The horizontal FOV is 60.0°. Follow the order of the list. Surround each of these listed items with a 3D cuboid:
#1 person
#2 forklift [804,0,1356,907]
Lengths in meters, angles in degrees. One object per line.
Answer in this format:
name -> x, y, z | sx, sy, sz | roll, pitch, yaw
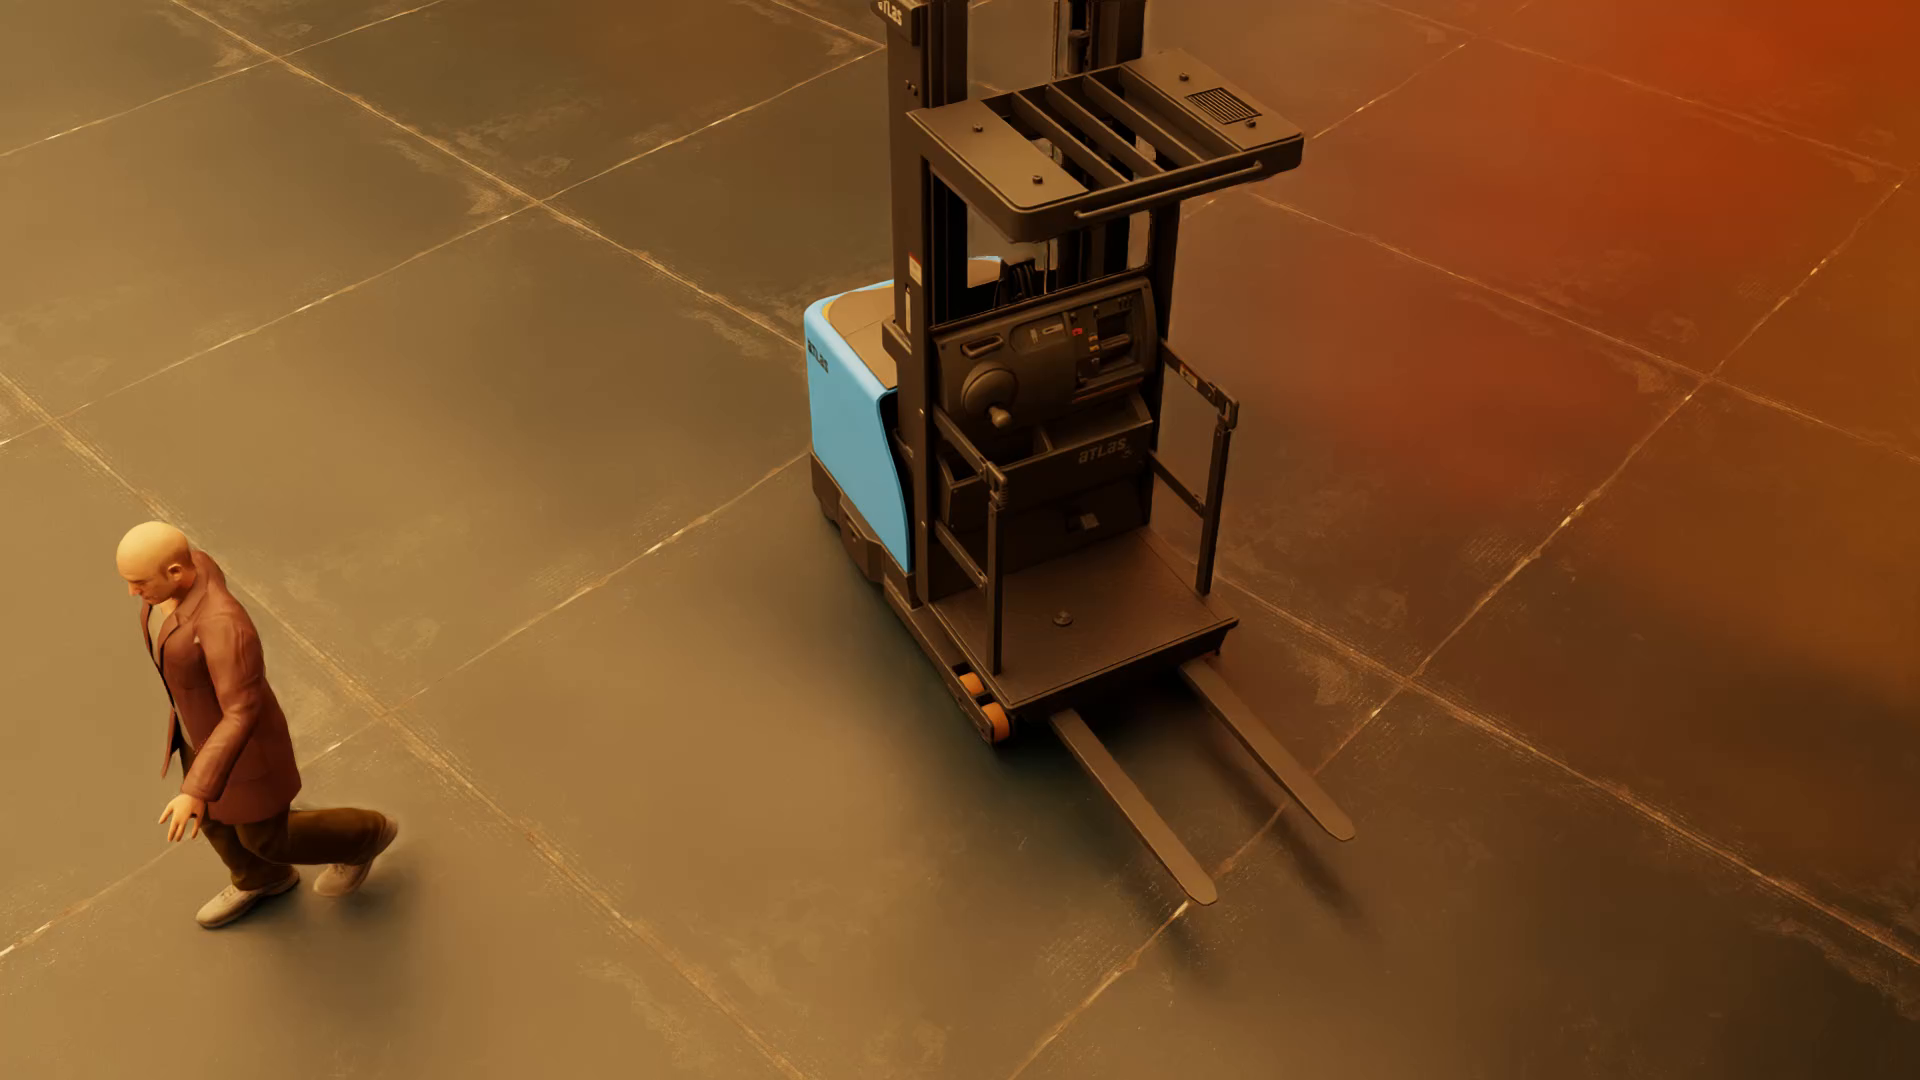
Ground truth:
person -> -2.450, 0.695, 5.665 | 0.746, 1.578, 0.913 | -31, 50, -31
forklift -> 0.441, -0.629, 6.161 | 1.130, 2.935, 3.031 | -19, 44, -21
